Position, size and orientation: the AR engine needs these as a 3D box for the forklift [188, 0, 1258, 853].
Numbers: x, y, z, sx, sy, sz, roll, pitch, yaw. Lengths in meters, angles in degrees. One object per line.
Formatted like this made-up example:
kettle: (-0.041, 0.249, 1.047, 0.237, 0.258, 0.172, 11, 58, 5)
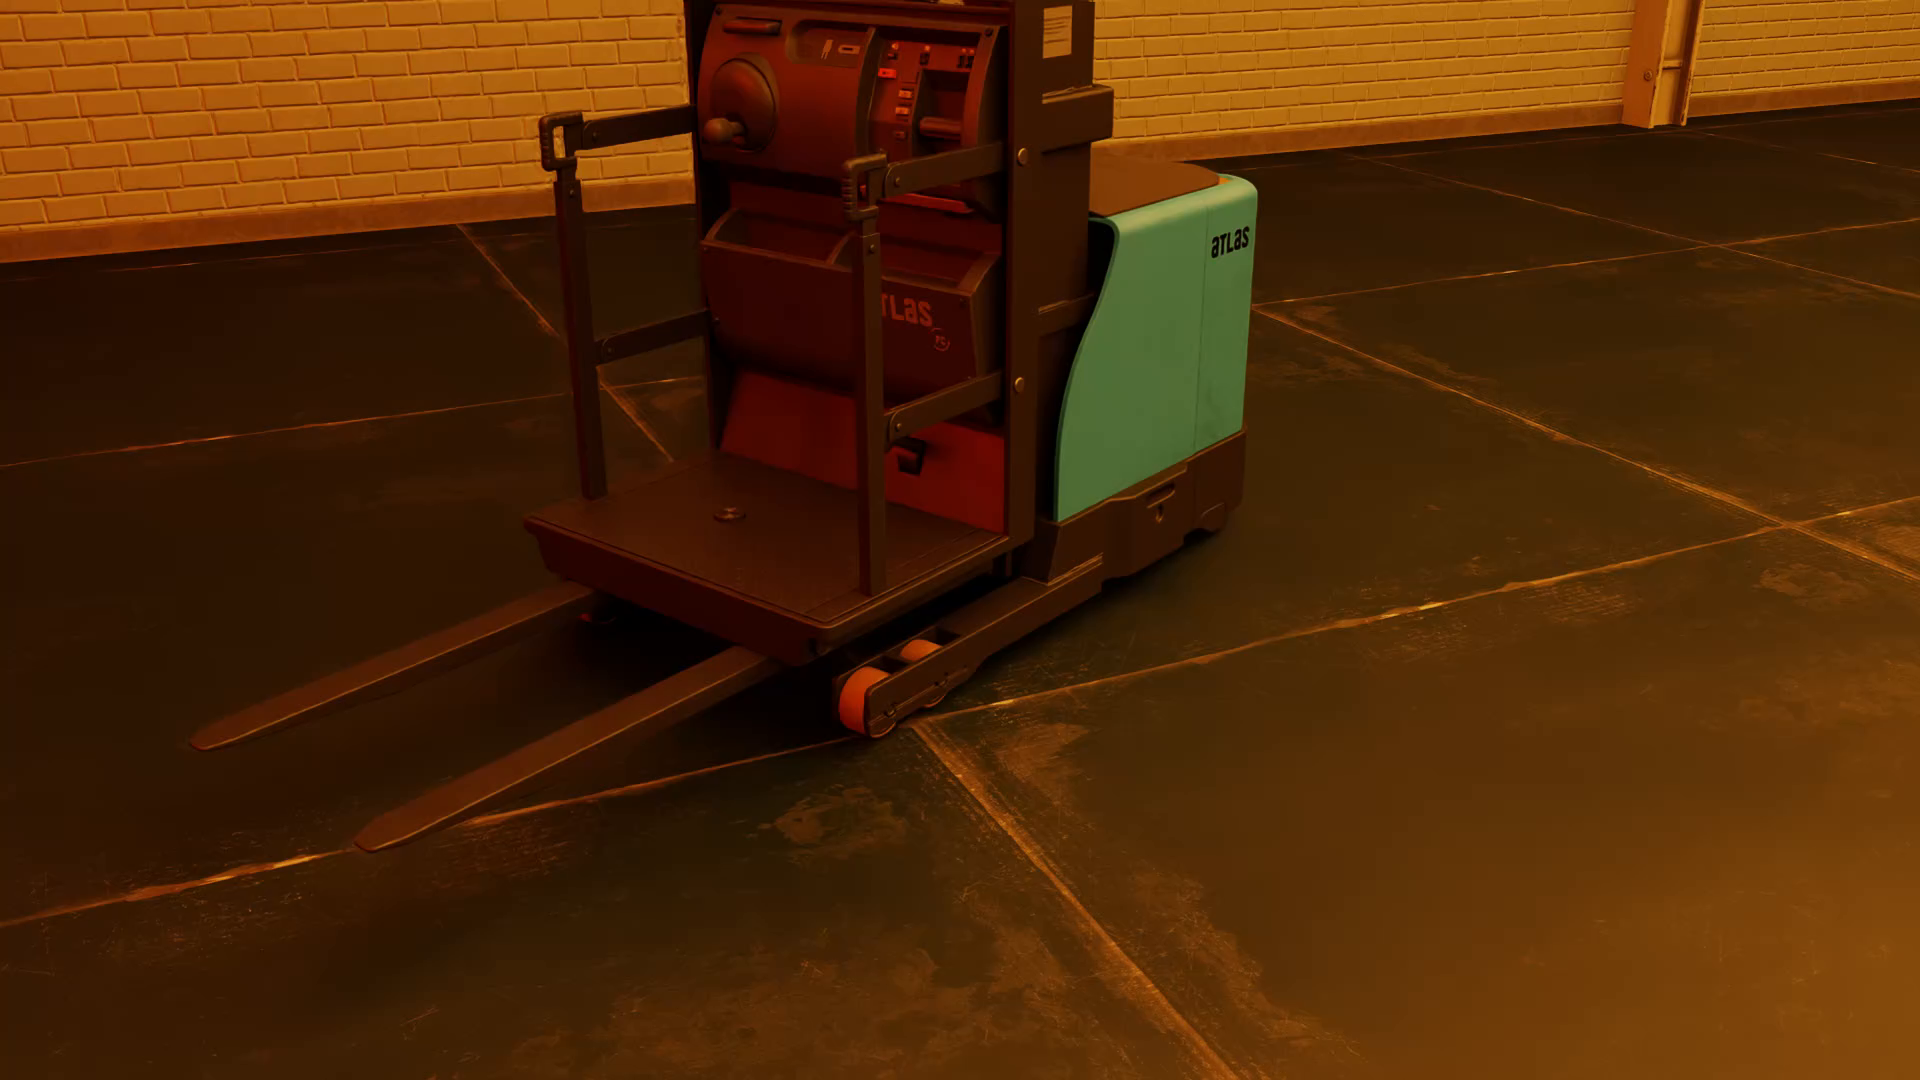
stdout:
forklift: (-0.424, -1.097, 3.926, 1.130, 2.935, 3.031, 17, 28, 35)
